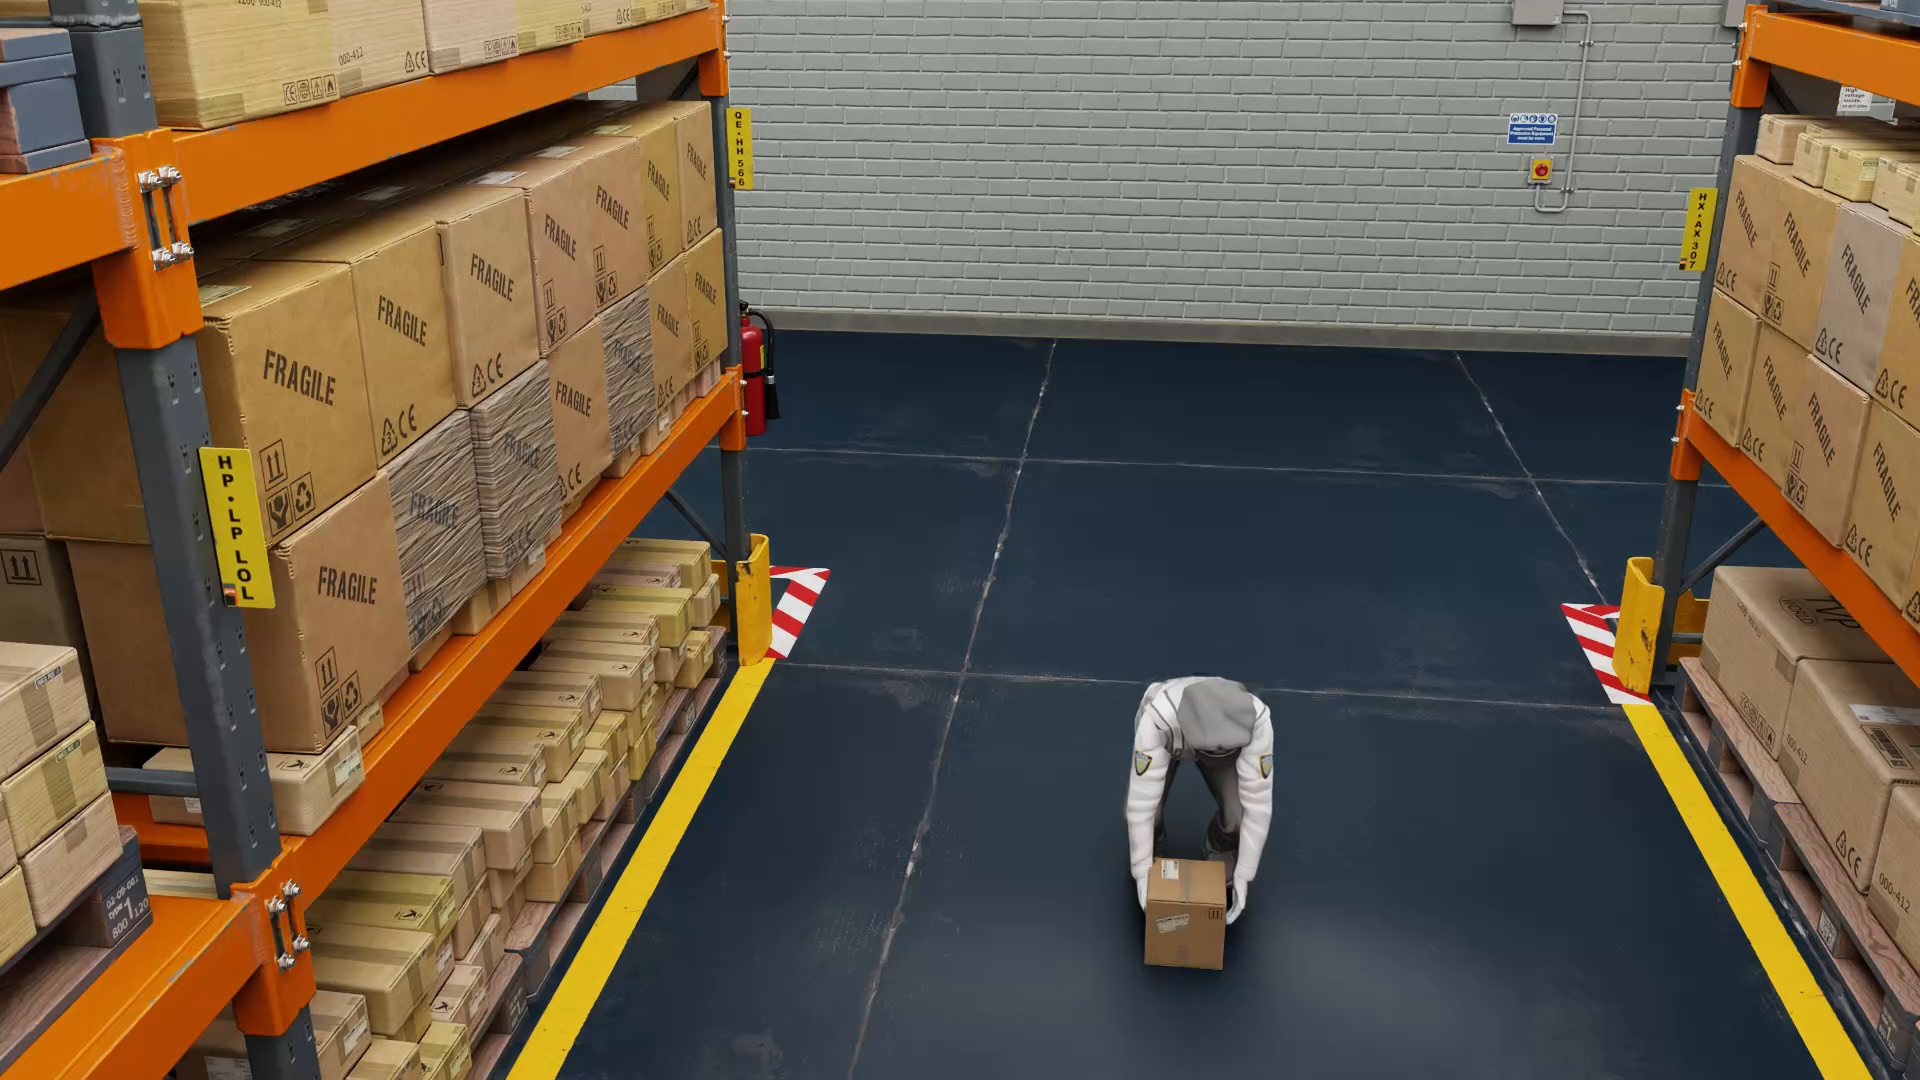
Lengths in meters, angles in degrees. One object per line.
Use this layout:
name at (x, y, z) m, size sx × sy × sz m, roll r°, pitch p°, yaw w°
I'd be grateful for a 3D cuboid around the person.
person at (0.800, 0.782, 5.602) m, size 0.486 × 0.928 × 0.853 m, roll 2°, pitch 21°, yaw 6°
